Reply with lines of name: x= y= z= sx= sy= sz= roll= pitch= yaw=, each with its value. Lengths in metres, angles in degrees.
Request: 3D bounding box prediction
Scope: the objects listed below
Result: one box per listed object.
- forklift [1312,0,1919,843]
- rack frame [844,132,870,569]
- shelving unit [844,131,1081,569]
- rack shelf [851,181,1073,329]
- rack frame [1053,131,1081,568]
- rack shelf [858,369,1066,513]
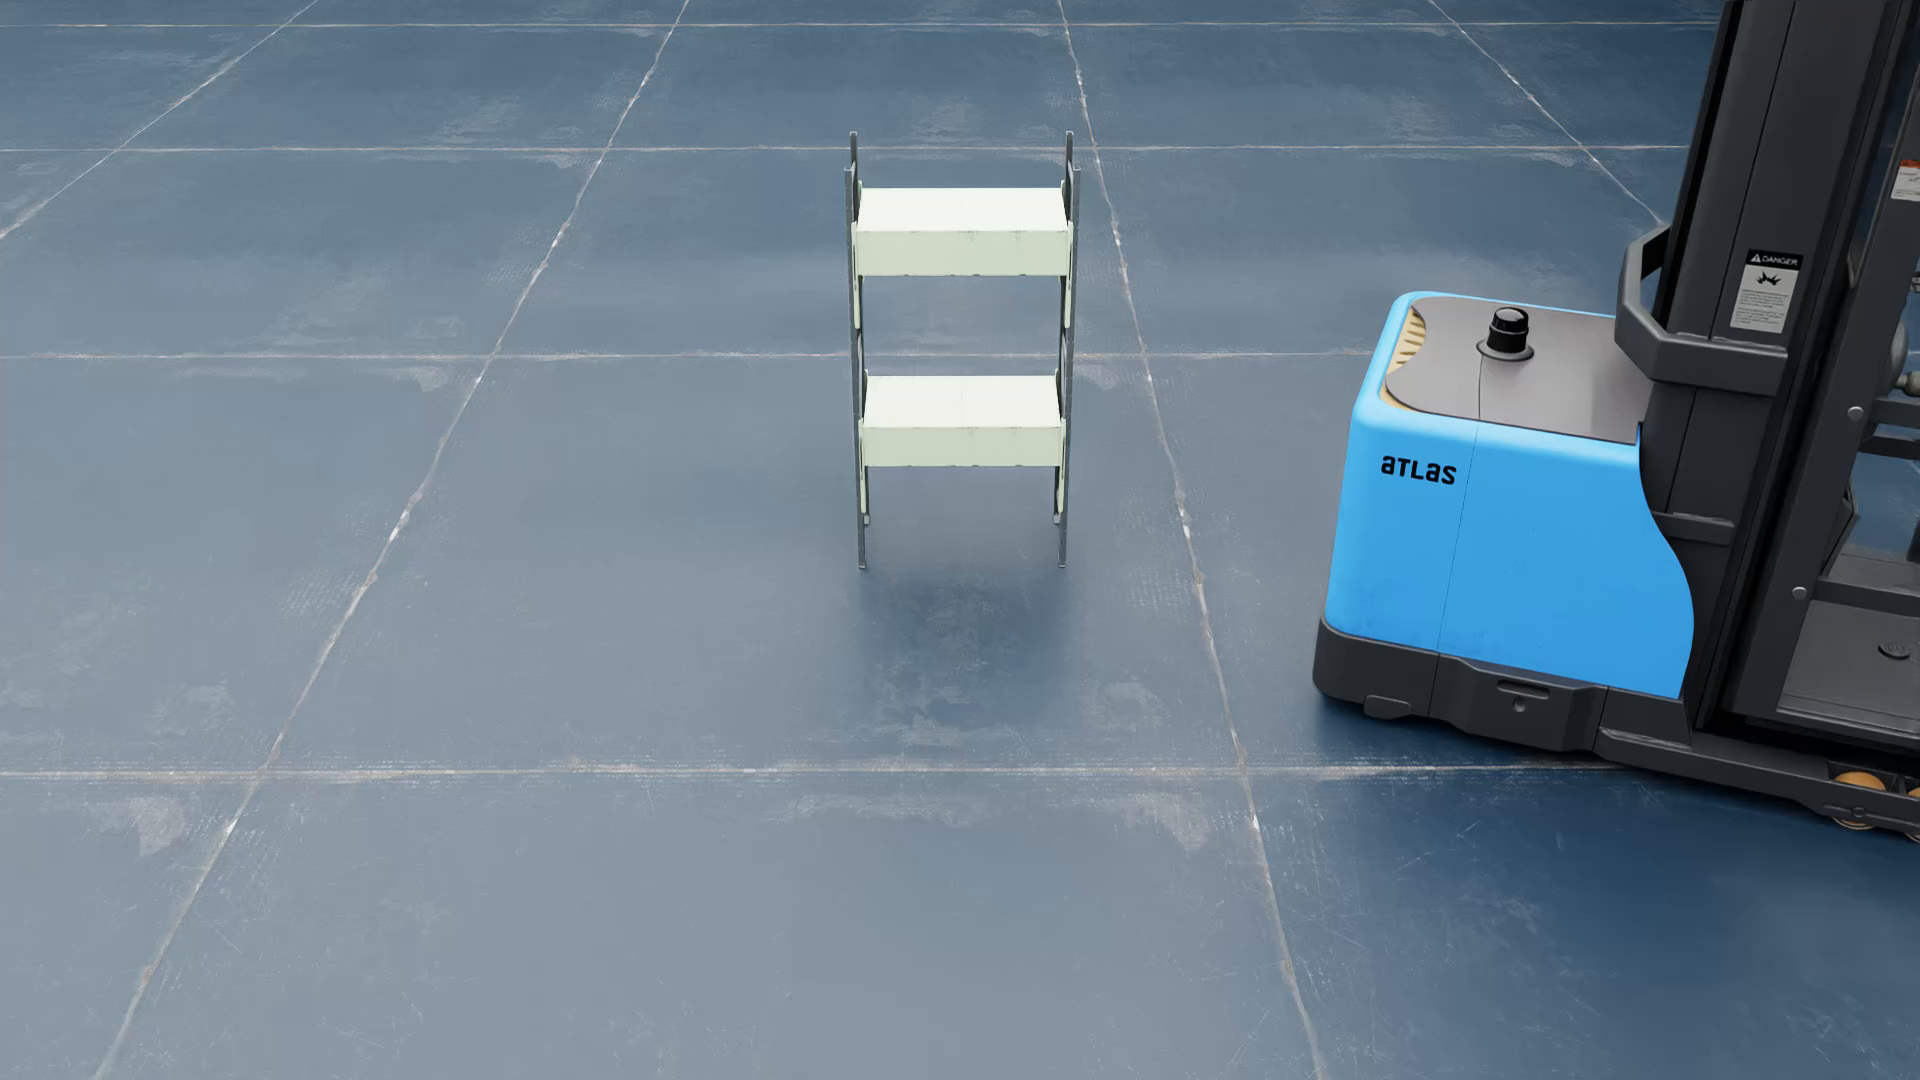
forklift: x=2.709 y=-0.685 z=4.554 sx=3.031 sy=2.935 sz=1.130 roll=11 pitch=33 yaw=17
rack frame: x=-0.359 y=-0.640 z=5.859 sx=0.023 sy=1.500 sz=0.400 roll=0 pitch=31 yaw=0
shelving unit: x=0.007 y=-0.641 z=5.861 sx=0.755 sy=1.500 sz=0.431 roll=0 pitch=31 yaw=0
rack shelf: x=0.007 y=-0.975 z=5.659 sx=0.720 sy=0.370 sz=0.431 roll=0 pitch=31 yaw=0
rack frame: x=0.373 y=-0.642 z=5.863 sx=0.023 sy=1.500 sz=0.400 roll=0 pitch=31 yaw=0
rack shelf: x=0.007 y=-0.363 z=6.030 sx=0.720 sy=0.370 sz=0.431 roll=0 pitch=31 yaw=0
